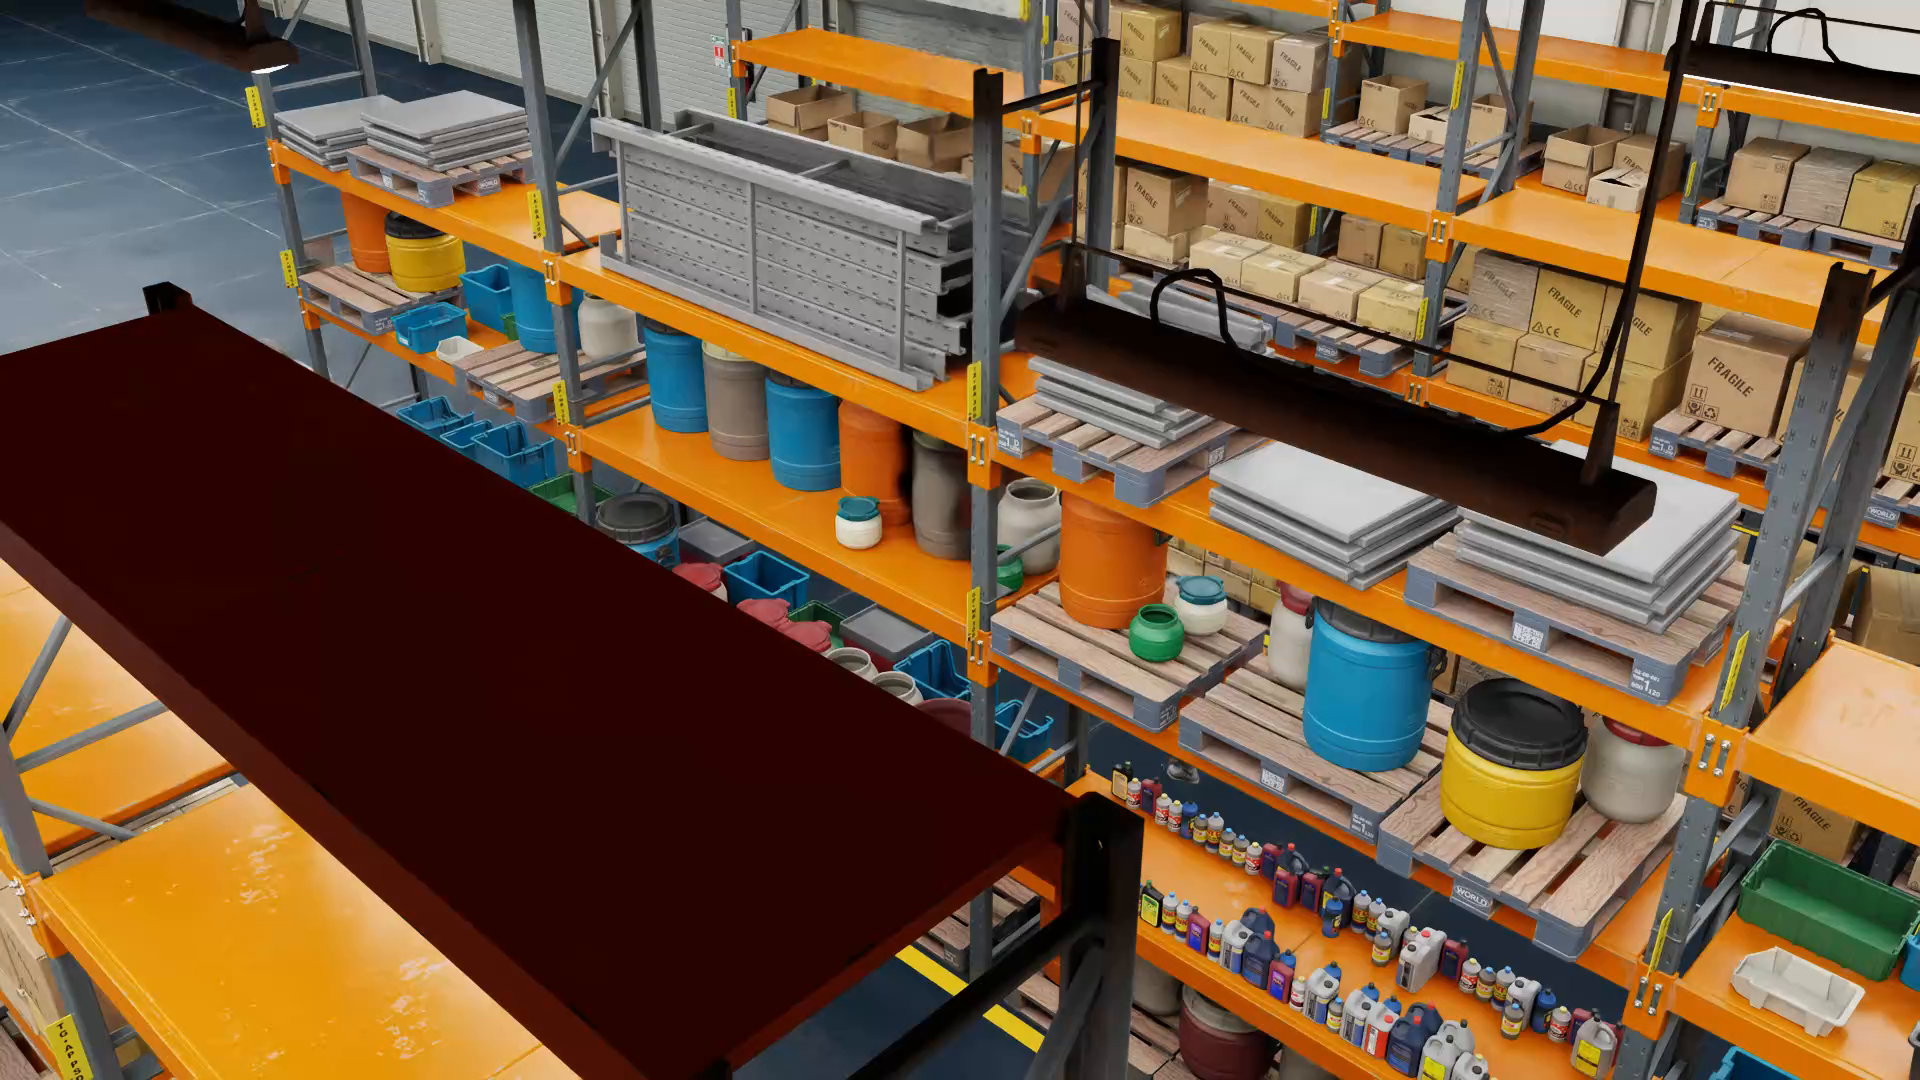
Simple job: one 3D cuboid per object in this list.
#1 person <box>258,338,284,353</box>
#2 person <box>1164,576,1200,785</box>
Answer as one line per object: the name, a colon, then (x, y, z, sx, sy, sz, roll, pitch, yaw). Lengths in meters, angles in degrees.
person: (-6.692, -1.187, 16.624, 0.793, 1.743, 0.603, -1, 29, -2)
person: (1.511, 1.021, 12.145, 0.634, 1.692, 0.609, 23, 37, 35)
